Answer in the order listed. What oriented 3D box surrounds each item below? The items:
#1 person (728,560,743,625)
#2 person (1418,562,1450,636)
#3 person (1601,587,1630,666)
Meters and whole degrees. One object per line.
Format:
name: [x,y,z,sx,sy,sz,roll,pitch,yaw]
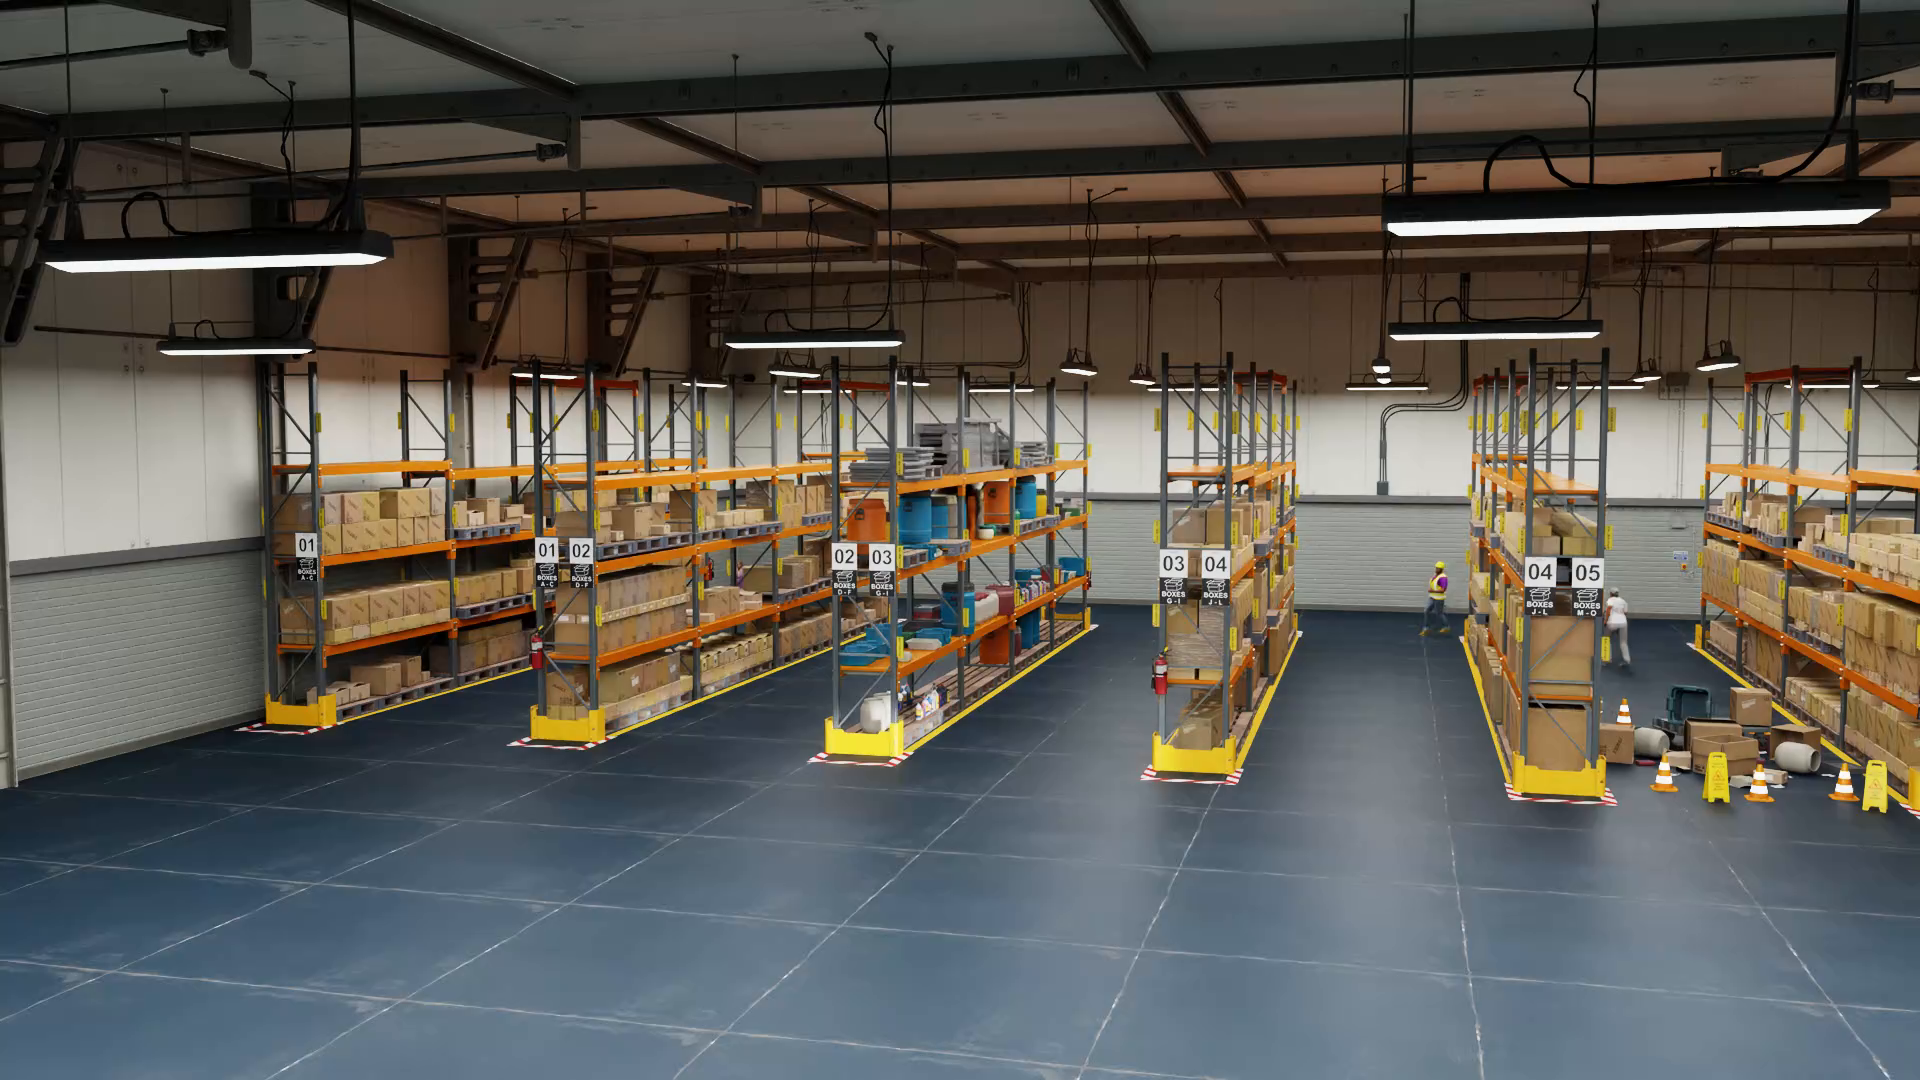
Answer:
person: [-5.518,1.291,41.630,0.553,1.595,0.830,0,4,2]
person: [11.216,1.397,38.937,0.765,1.797,0.696,-1,4,-16]
person: [13.449,1.803,34.080,0.601,1.642,0.947,0,4,-1]
